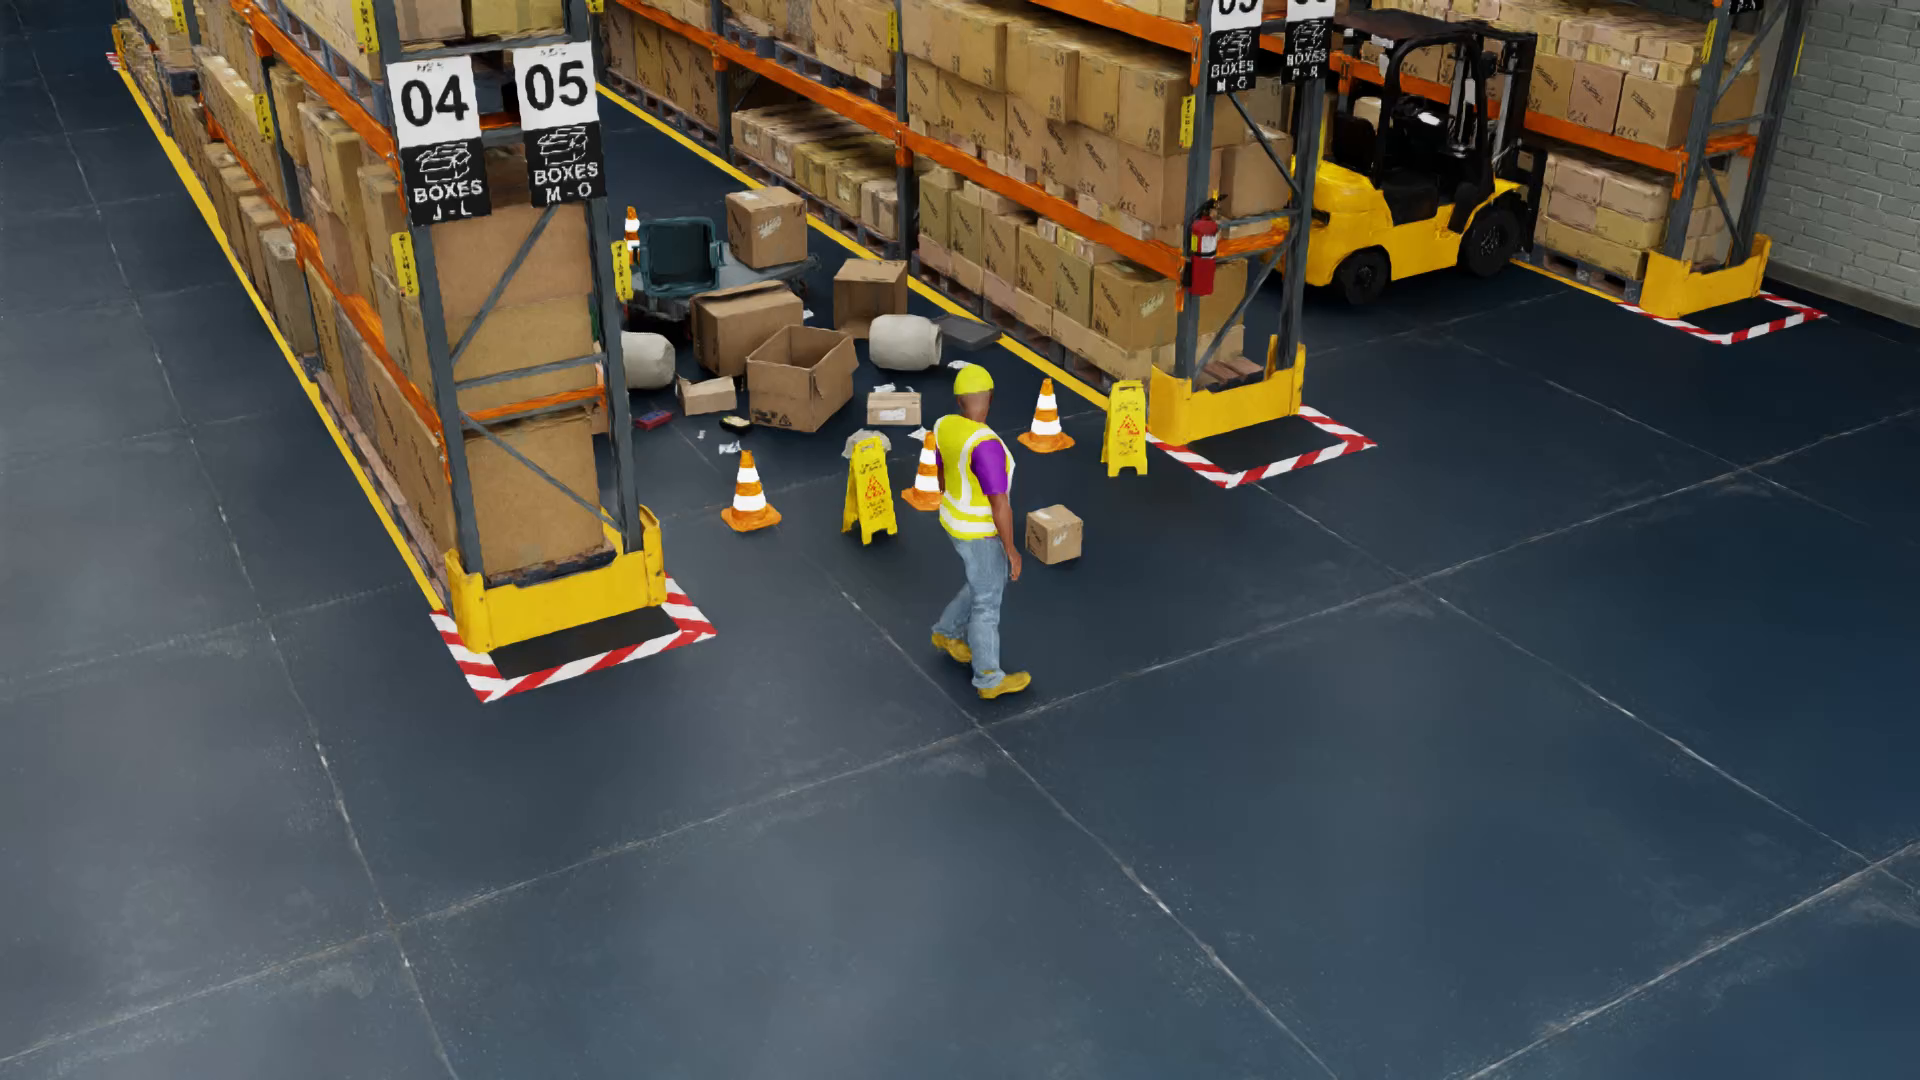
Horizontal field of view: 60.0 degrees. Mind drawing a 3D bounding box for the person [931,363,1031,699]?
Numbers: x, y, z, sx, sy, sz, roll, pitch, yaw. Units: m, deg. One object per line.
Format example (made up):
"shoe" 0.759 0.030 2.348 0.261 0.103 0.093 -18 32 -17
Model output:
"person" 0.108 -0.060 8.654 0.430 1.743 0.669 -9 30 -15
